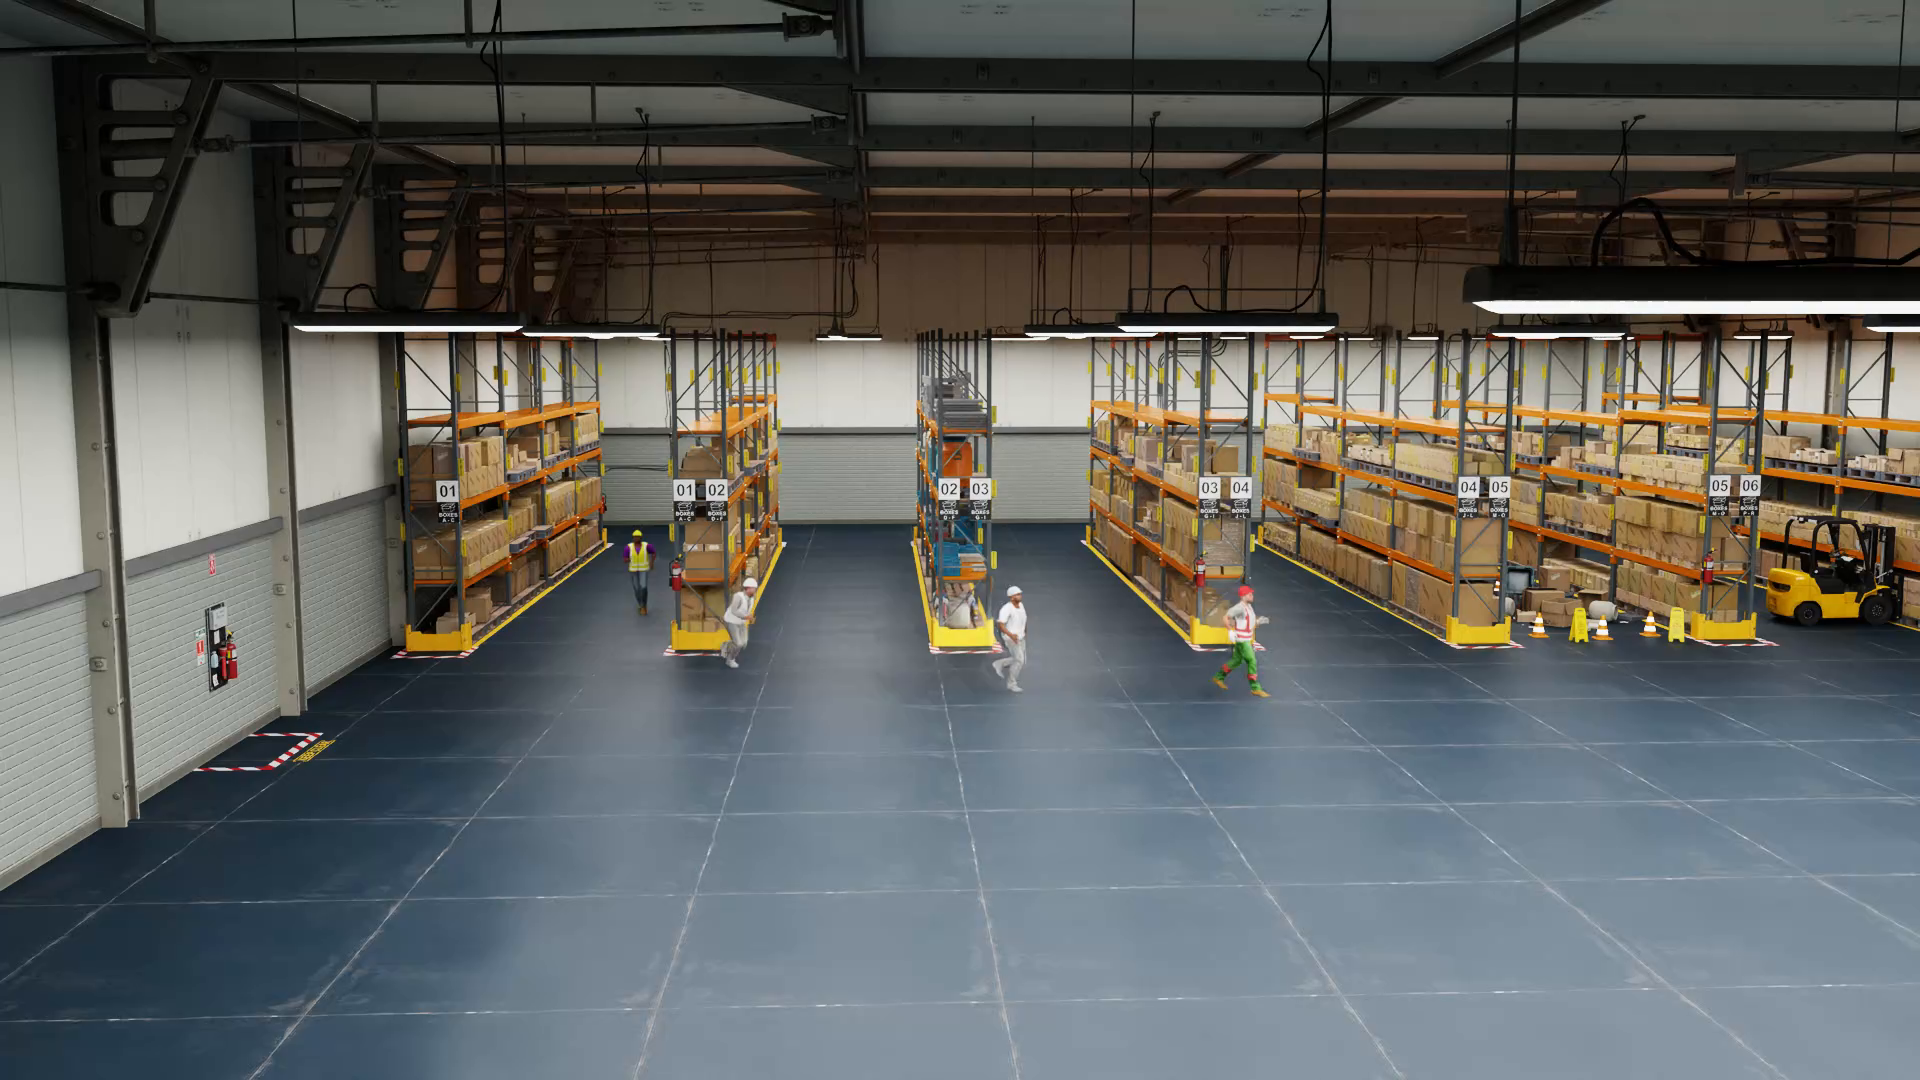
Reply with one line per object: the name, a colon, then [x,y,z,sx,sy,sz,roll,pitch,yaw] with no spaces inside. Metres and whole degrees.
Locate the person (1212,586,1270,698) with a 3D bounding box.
person: [4.569,1.628,26.962,0.983,1.791,0.660,3,7,22]

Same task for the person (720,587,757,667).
person: [-3.906,1.485,29.553,0.848,1.568,0.665,4,8,28]

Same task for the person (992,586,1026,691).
person: [0.832,1.627,27.619,0.610,1.752,0.707,4,8,31]

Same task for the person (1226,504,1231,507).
person: [7.477,-0.545,46.442,0.572,1.607,0.601,0,7,1]

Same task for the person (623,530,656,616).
person: [-6.825,0.695,35.343,0.672,1.824,0.762,0,7,-1]
